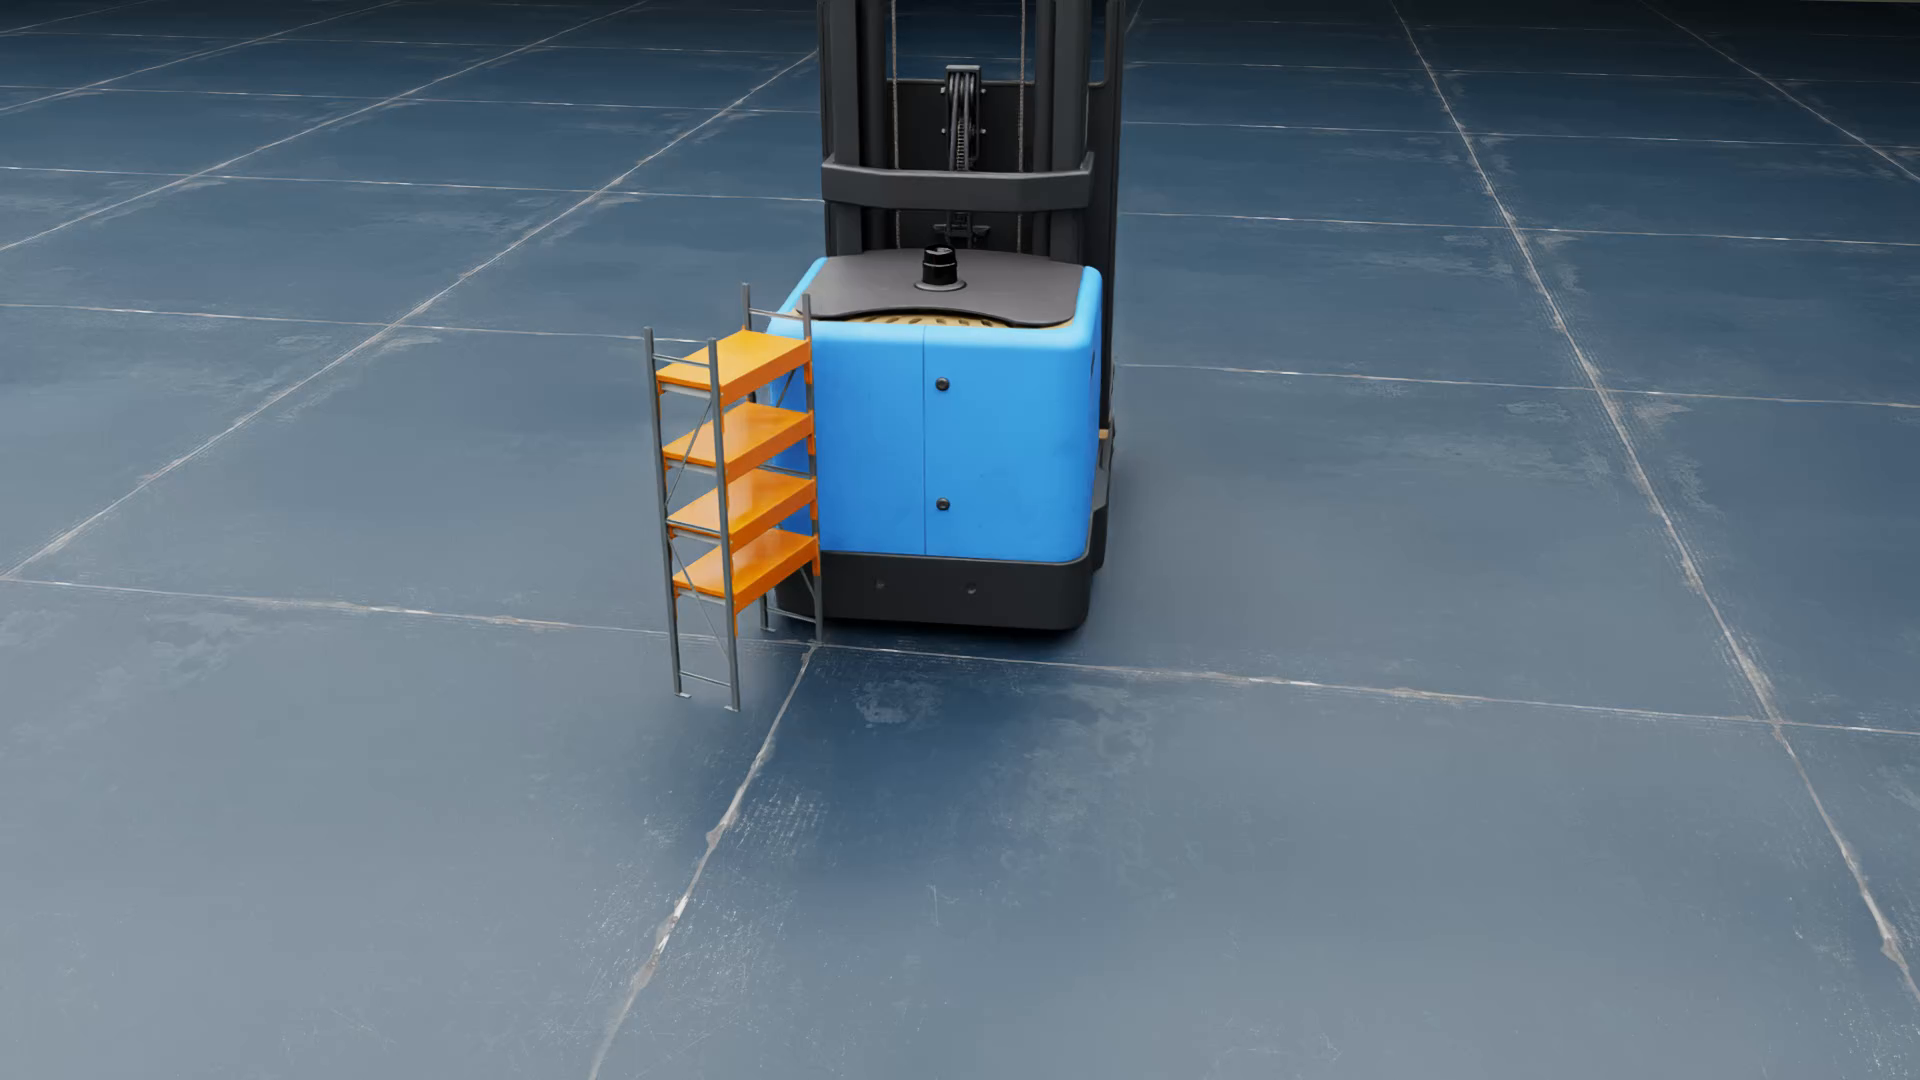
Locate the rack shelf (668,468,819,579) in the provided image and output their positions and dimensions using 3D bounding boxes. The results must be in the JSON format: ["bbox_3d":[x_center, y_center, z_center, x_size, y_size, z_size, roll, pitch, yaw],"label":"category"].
[{"bbox_3d":[-0.673,-0.067,5.136,0.258,0.148,0.480,12,28,25],"label":"rack shelf"}]

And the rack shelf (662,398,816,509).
[{"bbox_3d":[-0.673,-0.269,5.041,0.258,0.148,0.480,12,28,25],"label":"rack shelf"}]

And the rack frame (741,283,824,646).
[{"bbox_3d":[-0.560,-0.219,5.303,0.240,1.200,0.015,12,28,25],"label":"rack frame"}]

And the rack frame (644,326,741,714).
[{"bbox_3d":[-0.785,-0.036,4.911,0.240,1.200,0.015,12,28,25],"label":"rack frame"}]

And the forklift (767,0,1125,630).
[{"bbox_3d":[0.068,-1.626,6.266,1.130,2.935,3.031,3,25,6],"label":"forklift"}]

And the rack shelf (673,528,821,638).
[{"bbox_3d":[-0.673,0.113,5.220,0.258,0.148,0.480,12,28,25],"label":"rack shelf"}]

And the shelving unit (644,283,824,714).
[{"bbox_3d":[-0.673,-0.128,5.107,0.258,1.200,0.503,12,28,25],"label":"shelving unit"}]

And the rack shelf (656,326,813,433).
[{"bbox_3d":[-0.673,-0.484,4.941,0.258,0.148,0.480,12,28,25],"label":"rack shelf"}]
